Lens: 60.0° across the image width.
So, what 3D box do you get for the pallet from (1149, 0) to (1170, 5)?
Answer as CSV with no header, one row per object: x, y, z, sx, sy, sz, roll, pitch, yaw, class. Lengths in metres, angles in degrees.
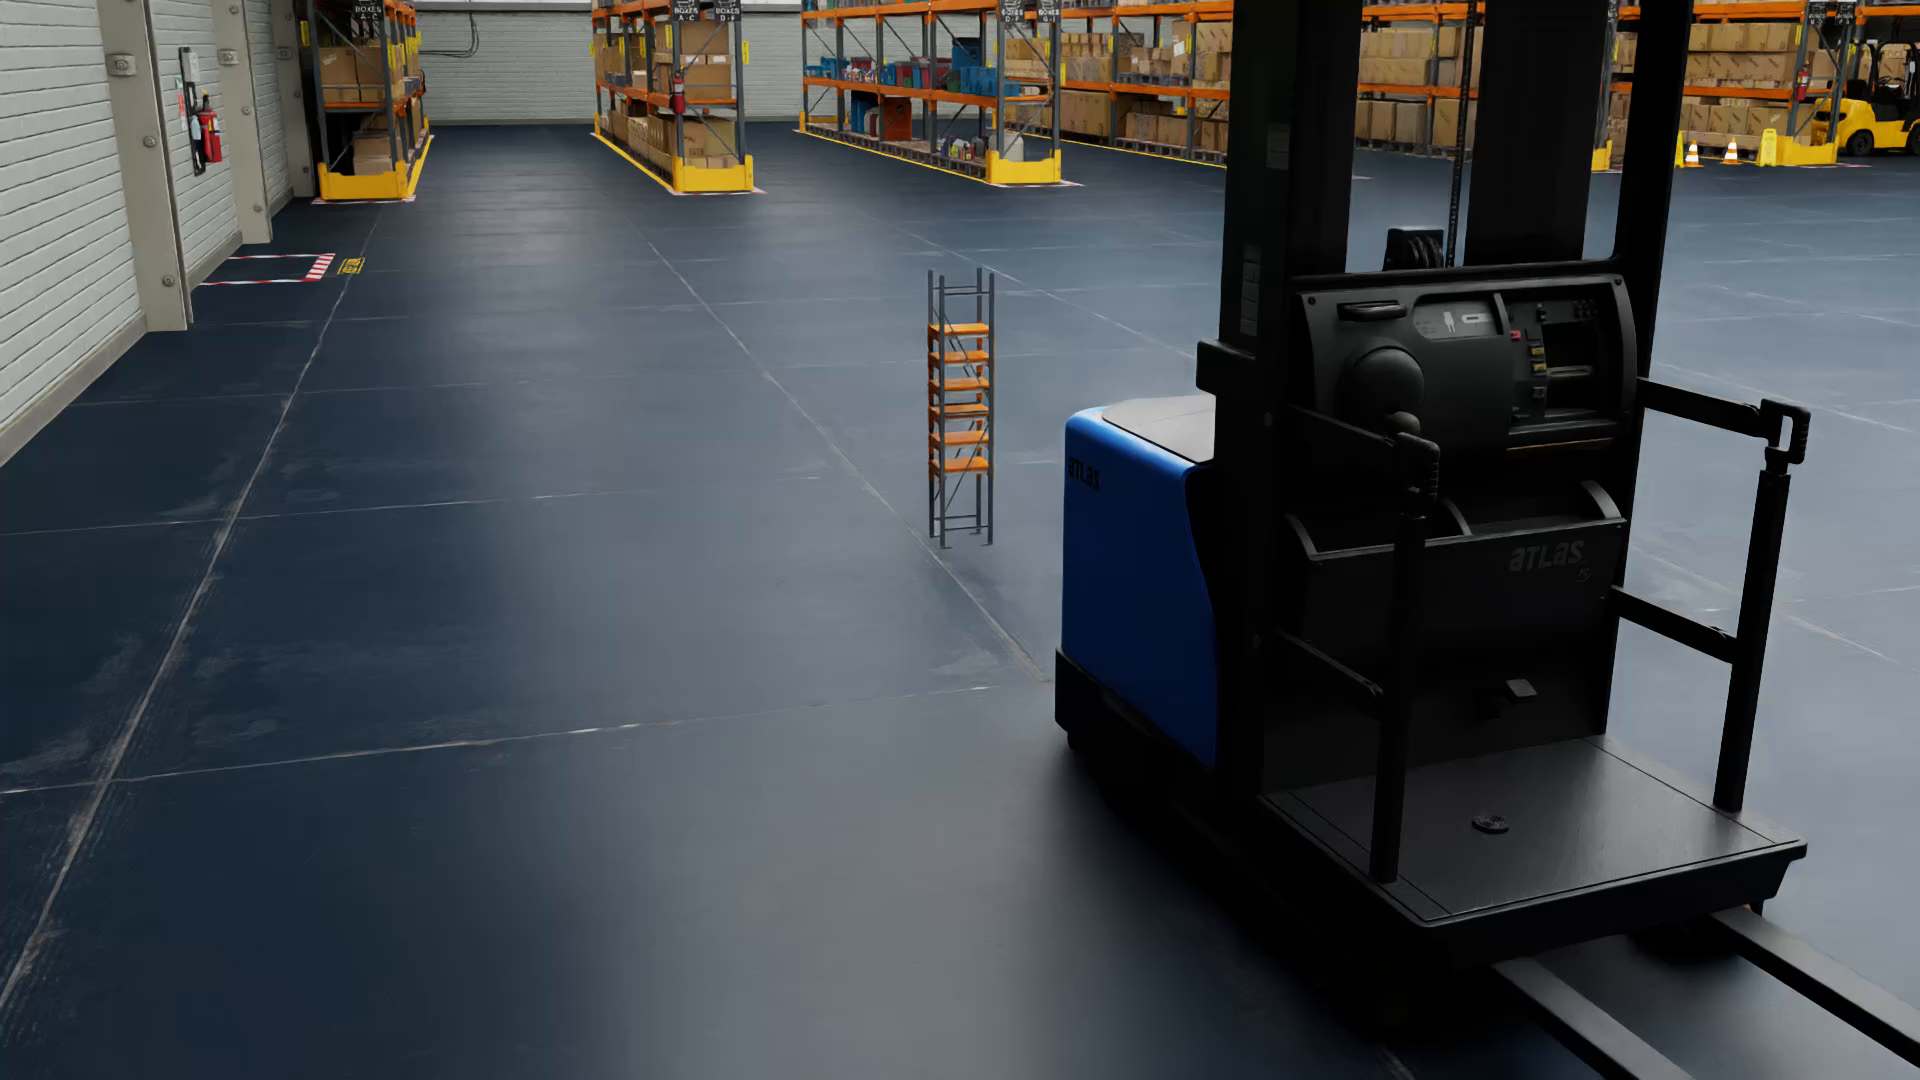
4.372,-10.391,31.943,1.213,0.211,1.003,-5,17,-15,pallet

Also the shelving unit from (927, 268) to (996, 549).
0.004,-0.571,7.266,0.258,1.200,0.189,-5,17,-15,shelving unit

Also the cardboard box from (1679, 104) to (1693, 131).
14.317,-8.274,32.528,0.500,0.500,0.500,-4,17,-13,cardboard box

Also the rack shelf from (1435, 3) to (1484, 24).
10.074,-9.481,29.839,1.077,0.370,4.000,-5,17,-15,rack shelf

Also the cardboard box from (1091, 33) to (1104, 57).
3.266,-10.597,35.599,0.797,0.503,0.637,-4,17,-14,cardboard box

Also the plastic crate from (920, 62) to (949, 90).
-0.462,-8.327,29.849,0.402,0.464,0.583,-5,17,-15,plastic crate

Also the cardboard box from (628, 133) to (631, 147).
-6.036,-7.619,31.651,0.500,0.250,0.500,-5,17,-15,cardboard box

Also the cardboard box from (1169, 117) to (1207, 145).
4.467,-7.897,32.108,0.700,0.500,0.500,-5,17,-16,cardboard box

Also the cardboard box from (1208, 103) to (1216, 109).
6.425,-10.848,41.544,0.380,0.149,0.250,-4,17,-14,cardboard box

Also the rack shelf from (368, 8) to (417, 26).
-12.308,-11.262,35.766,1.077,0.370,4.000,-5,17,-15,rack shelf

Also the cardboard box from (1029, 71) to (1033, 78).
1.847,-11.014,39.341,0.380,0.149,0.250,-4,17,-14,cardboard box

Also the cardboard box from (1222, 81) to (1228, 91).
4.865,-8.031,29.411,0.380,0.149,0.250,-5,17,-15,cardboard box

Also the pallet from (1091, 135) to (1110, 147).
3.484,-8.573,35.627,1.003,0.211,1.213,-5,17,-15,pallet

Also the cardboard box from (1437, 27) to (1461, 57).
9.593,-9.427,31.483,0.875,0.550,0.550,-5,17,-15,cardboard box

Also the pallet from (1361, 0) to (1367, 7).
8.653,-11.221,34.709,1.213,0.211,1.003,-4,17,-13,pallet

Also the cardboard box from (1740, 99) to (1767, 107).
14.719,-8.107,30.845,0.380,0.149,0.250,-4,17,-14,cardboard box

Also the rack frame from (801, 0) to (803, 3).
-3.333,-14.379,39.680,1.000,3.000,0.127,-5,17,-15,rack frame

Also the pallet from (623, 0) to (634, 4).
-5.625,-10.068,30.870,1.213,0.211,1.003,-4,17,-13,pallet

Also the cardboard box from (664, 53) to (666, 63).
-4.482,-7.637,26.361,0.380,0.149,0.250,-5,17,-16,cardboard box

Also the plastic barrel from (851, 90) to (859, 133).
-2.100,-9.444,36.596,0.600,0.901,0.708,-5,17,-15,plastic barrel

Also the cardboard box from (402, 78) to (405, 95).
-9.139,-7.234,26.548,0.500,0.250,0.500,-5,17,-15,cardboard box

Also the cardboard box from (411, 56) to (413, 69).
-11.110,-9.429,32.901,0.500,0.500,0.500,-5,17,-15,cardboard box

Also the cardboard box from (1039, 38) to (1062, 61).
2.146,-11.327,38.387,0.500,0.500,0.500,-4,17,-14,cardboard box

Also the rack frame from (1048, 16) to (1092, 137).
2.529,-10.791,38.163,1.000,3.000,0.127,-5,17,-15,rack frame

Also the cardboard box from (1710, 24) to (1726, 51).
14.630,-9.471,31.340,0.700,0.500,0.500,-5,17,-16,cardboard box

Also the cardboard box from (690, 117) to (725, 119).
-4.042,-6.514,26.671,0.500,0.500,0.500,-5,17,-15,cardboard box

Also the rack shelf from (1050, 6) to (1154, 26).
3.079,-11.330,35.993,1.077,0.370,4.000,-5,17,-15,rack shelf

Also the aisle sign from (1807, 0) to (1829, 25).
15.093,-9.460,29.214,0.394,0.787,0.004,-5,17,-15,aisle sign

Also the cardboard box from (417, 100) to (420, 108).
-12.288,-9.760,37.218,0.380,0.149,0.250,-4,17,-14,cardboard box

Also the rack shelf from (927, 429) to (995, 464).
0.004,-0.413,7.313,0.258,0.103,0.180,-5,17,-15,rack shelf

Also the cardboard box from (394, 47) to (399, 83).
-8.429,-6.887,24.089,0.500,0.500,0.500,-5,17,-15,cardboard box

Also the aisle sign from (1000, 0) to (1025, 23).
0.799,-8.282,25.291,0.394,0.787,0.004,-5,17,-15,aisle sign

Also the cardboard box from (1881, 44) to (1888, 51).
19.006,-10.081,33.980,0.380,0.149,0.250,-4,17,-14,cardboard box

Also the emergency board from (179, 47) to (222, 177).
-7.194,-4.076,15.808,0.194,1.169,0.643,-5,17,-15,emergency board

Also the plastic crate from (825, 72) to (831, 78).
-2.799,-10.585,37.850,0.437,0.125,0.590,-5,17,-15,plastic crate

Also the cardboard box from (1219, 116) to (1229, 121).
6.606,-10.359,40.950,0.380,0.149,0.250,-5,17,-15,cardboard box

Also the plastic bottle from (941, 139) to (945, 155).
-0.253,-6.883,29.122,0.152,0.276,0.135,-4,17,-13,plastic bottle

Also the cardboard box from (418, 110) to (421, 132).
-12.140,-9.117,36.204,0.700,0.500,0.500,-4,17,-14,cardboard box

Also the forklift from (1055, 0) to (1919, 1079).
1.305,-0.429,3.786,1.130,2.935,3.031,-6,18,-20,forklift

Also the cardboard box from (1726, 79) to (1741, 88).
14.628,-8.570,31.205,0.380,0.149,0.250,-5,17,-16,cardboard box

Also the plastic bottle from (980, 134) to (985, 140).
0.419,-6.974,29.293,0.144,0.351,0.185,-5,17,-17,plastic bottle

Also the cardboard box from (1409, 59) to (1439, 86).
9.124,-9.114,32.405,0.500,0.500,0.500,-5,17,-16,cardboard box

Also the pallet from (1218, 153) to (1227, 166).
5.285,-6.722,29.463,1.003,0.211,1.213,-5,17,-15,pallet

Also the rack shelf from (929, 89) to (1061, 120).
0.515,-7.289,27.755,1.077,0.370,4.000,-5,17,-15,rack shelf

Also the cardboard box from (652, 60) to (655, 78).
-5.276,-8.342,29.836,0.500,0.500,0.500,-5,17,-15,cardboard box

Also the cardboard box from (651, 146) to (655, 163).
-4.830,-6.390,27.559,0.500,0.250,0.500,-5,17,-15,cardboard box

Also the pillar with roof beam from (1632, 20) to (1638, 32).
13.365,-14.765,40.964,9.100,9.000,0.400,-5,17,-15,pillar with roof beam

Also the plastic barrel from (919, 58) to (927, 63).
-0.646,-9.079,32.269,0.421,0.512,0.421,0,17,0,plastic barrel

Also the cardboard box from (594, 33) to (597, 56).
-8.228,-11.499,38.606,0.500,0.500,0.500,-4,17,-14,cardboard box

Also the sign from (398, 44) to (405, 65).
-9.041,-7.863,26.911,0.100,0.325,0.005,-5,17,-15,sign

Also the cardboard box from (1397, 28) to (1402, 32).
11.294,-12.898,42.136,0.380,0.149,0.250,-5,17,-15,cardboard box
